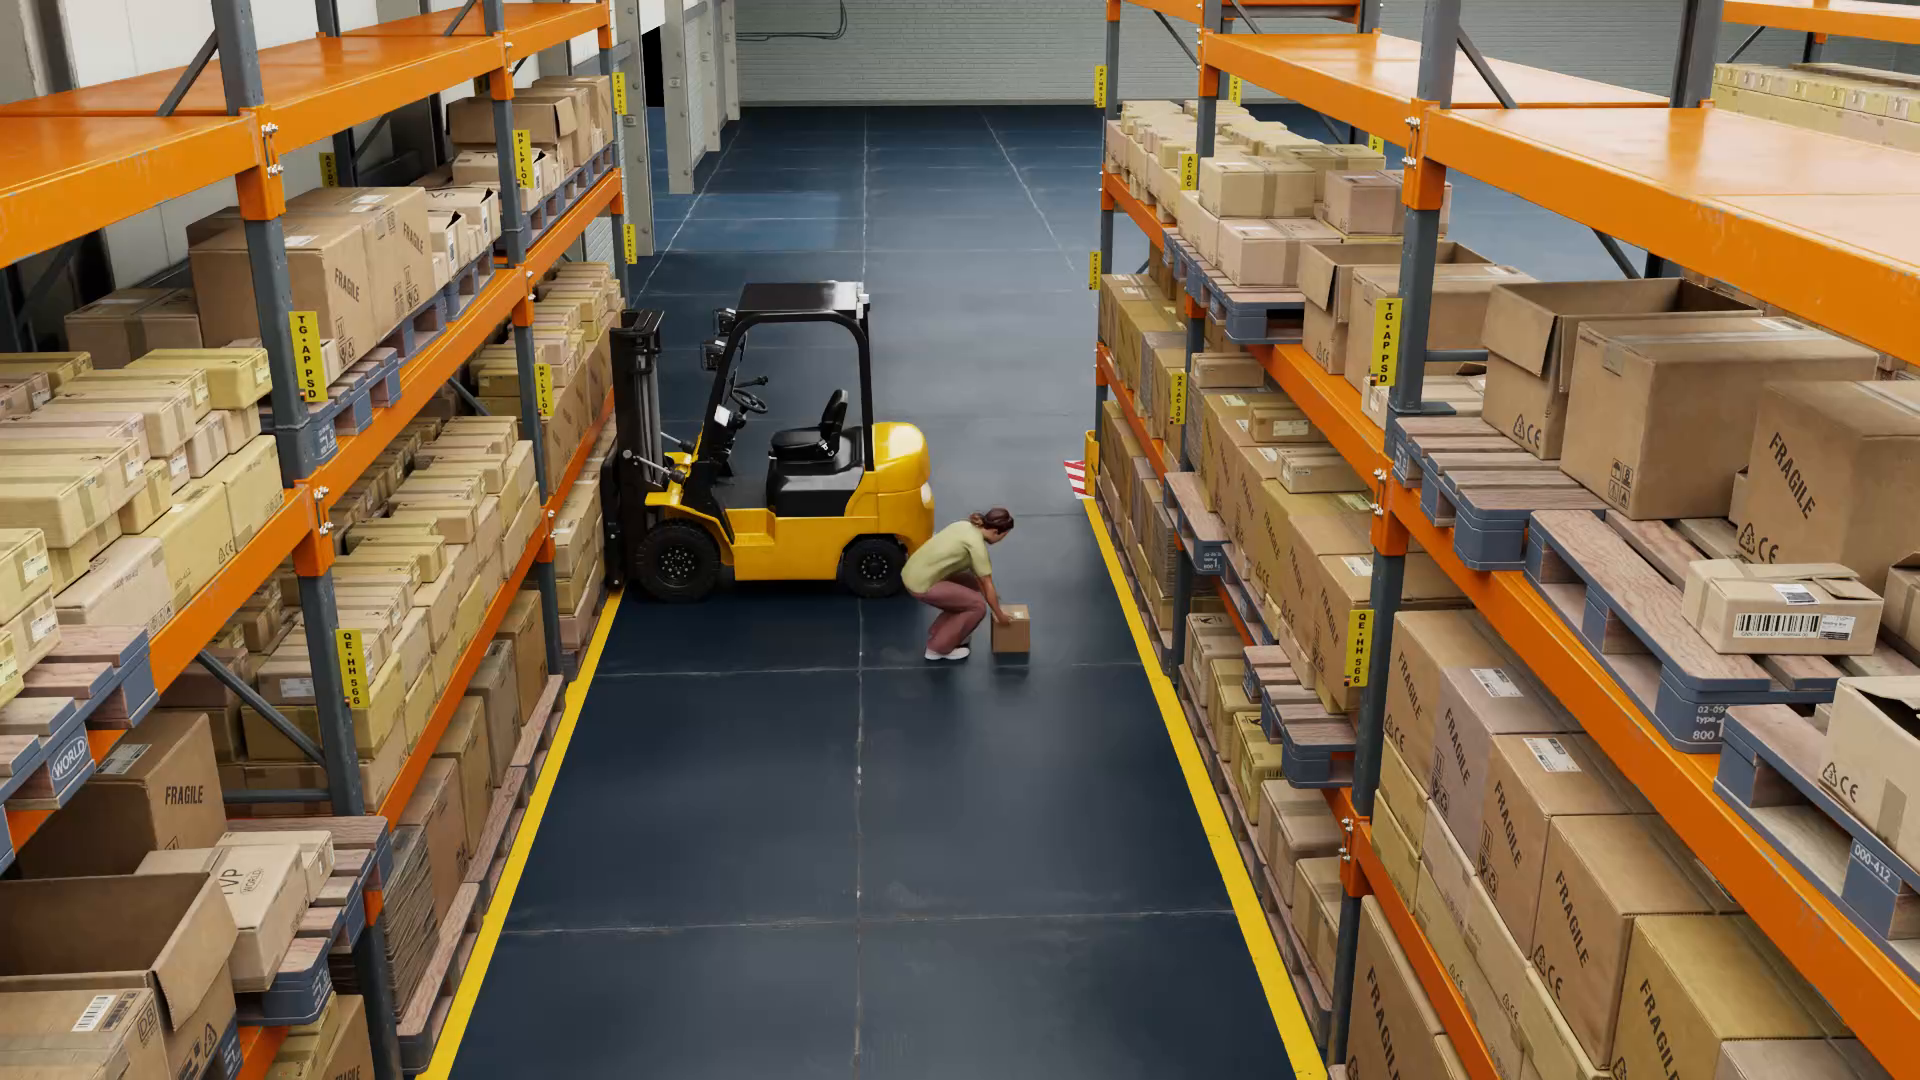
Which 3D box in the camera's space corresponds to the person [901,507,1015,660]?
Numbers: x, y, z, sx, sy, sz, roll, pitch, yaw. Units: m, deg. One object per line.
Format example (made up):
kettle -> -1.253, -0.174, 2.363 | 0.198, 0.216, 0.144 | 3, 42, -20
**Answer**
person -> -0.015, 0.278, 11.307 | 0.782, 0.998, 0.494 | -4, 21, -10
